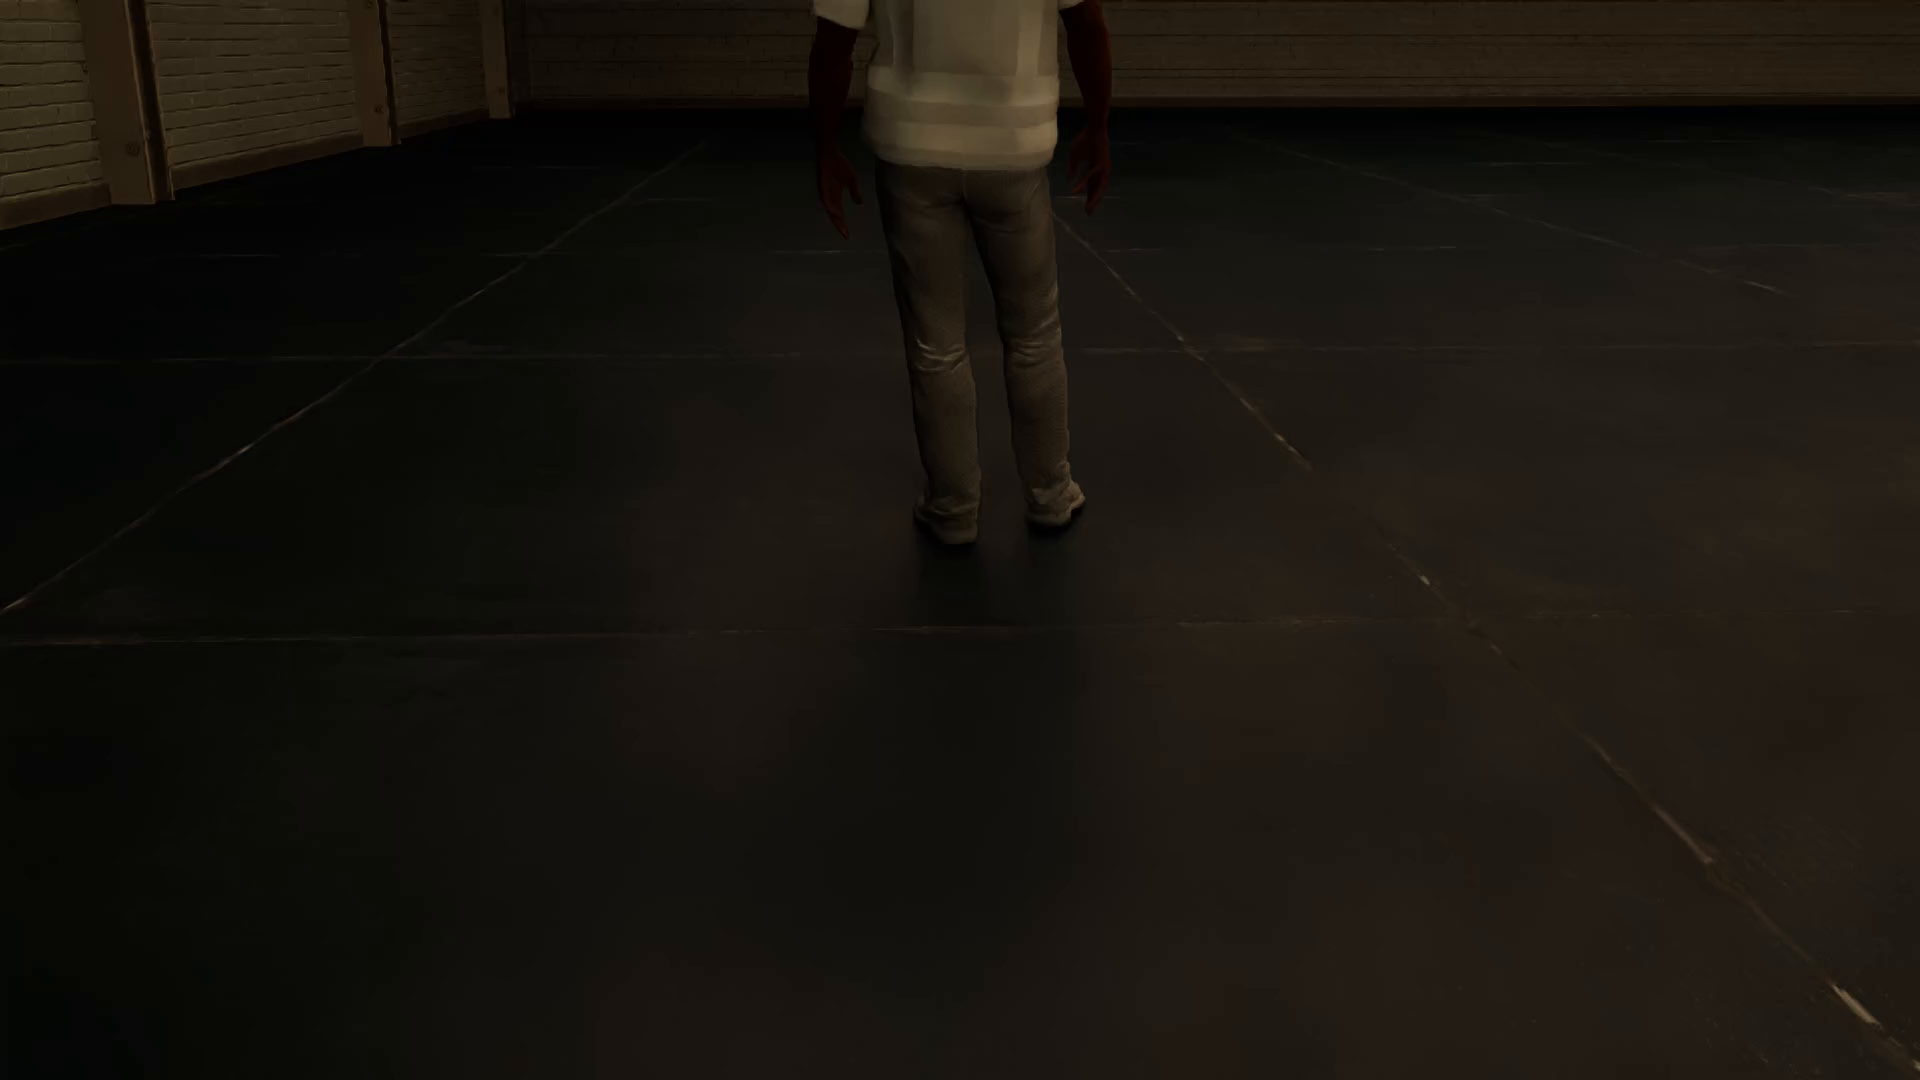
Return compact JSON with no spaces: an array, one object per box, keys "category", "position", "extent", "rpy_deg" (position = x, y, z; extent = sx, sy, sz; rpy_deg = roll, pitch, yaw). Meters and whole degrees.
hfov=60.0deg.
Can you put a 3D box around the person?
[{"category":"person","position":[0.002,-0.872,3.724],"extent":[0.665,1.766,0.576],"rpy_deg":[-1,17,-3]}]
